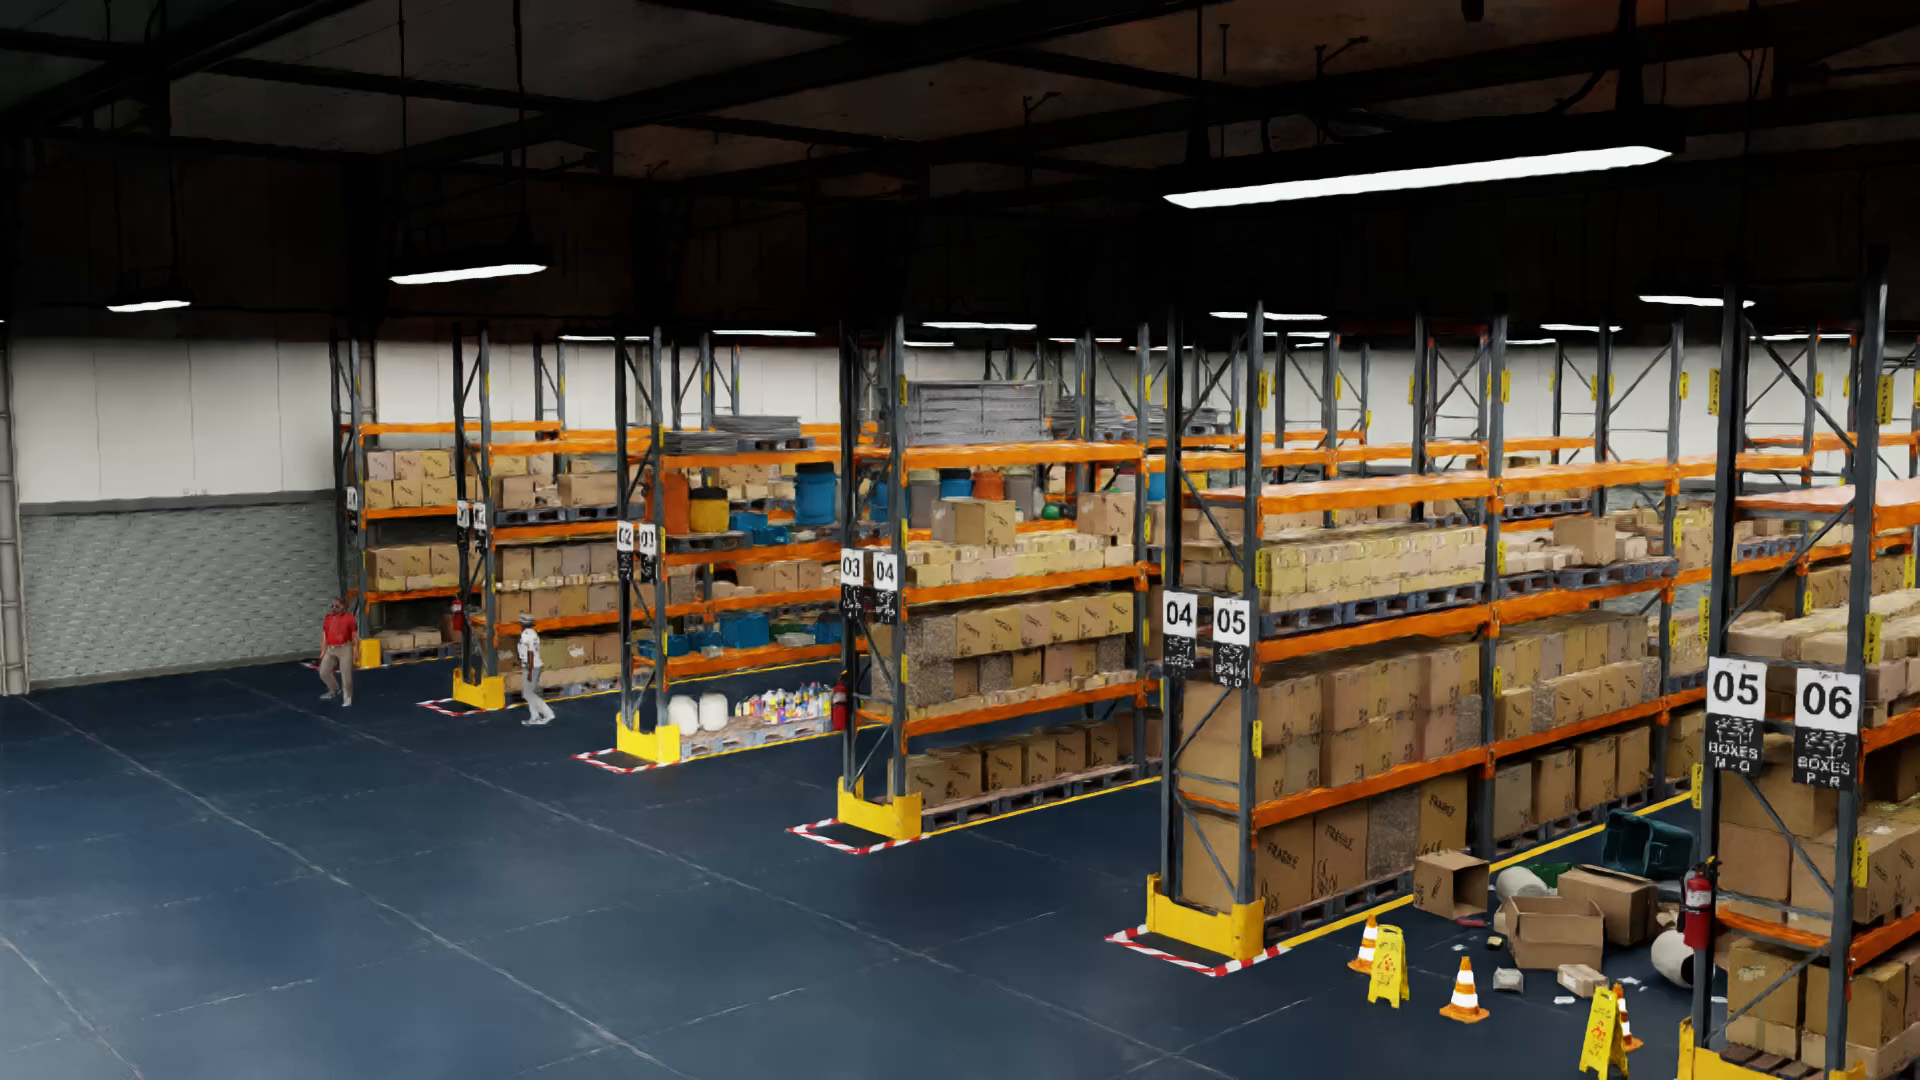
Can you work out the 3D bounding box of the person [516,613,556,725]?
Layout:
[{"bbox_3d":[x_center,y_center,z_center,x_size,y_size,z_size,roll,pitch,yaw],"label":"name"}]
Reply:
[{"bbox_3d":[-6.266,1.913,24.599,0.548,1.663,0.520,-1,6,-5],"label":"person"}]

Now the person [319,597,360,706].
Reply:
[{"bbox_3d":[-9.776,1.733,26.083,0.728,1.719,0.539,1,6,8],"label":"person"}]
